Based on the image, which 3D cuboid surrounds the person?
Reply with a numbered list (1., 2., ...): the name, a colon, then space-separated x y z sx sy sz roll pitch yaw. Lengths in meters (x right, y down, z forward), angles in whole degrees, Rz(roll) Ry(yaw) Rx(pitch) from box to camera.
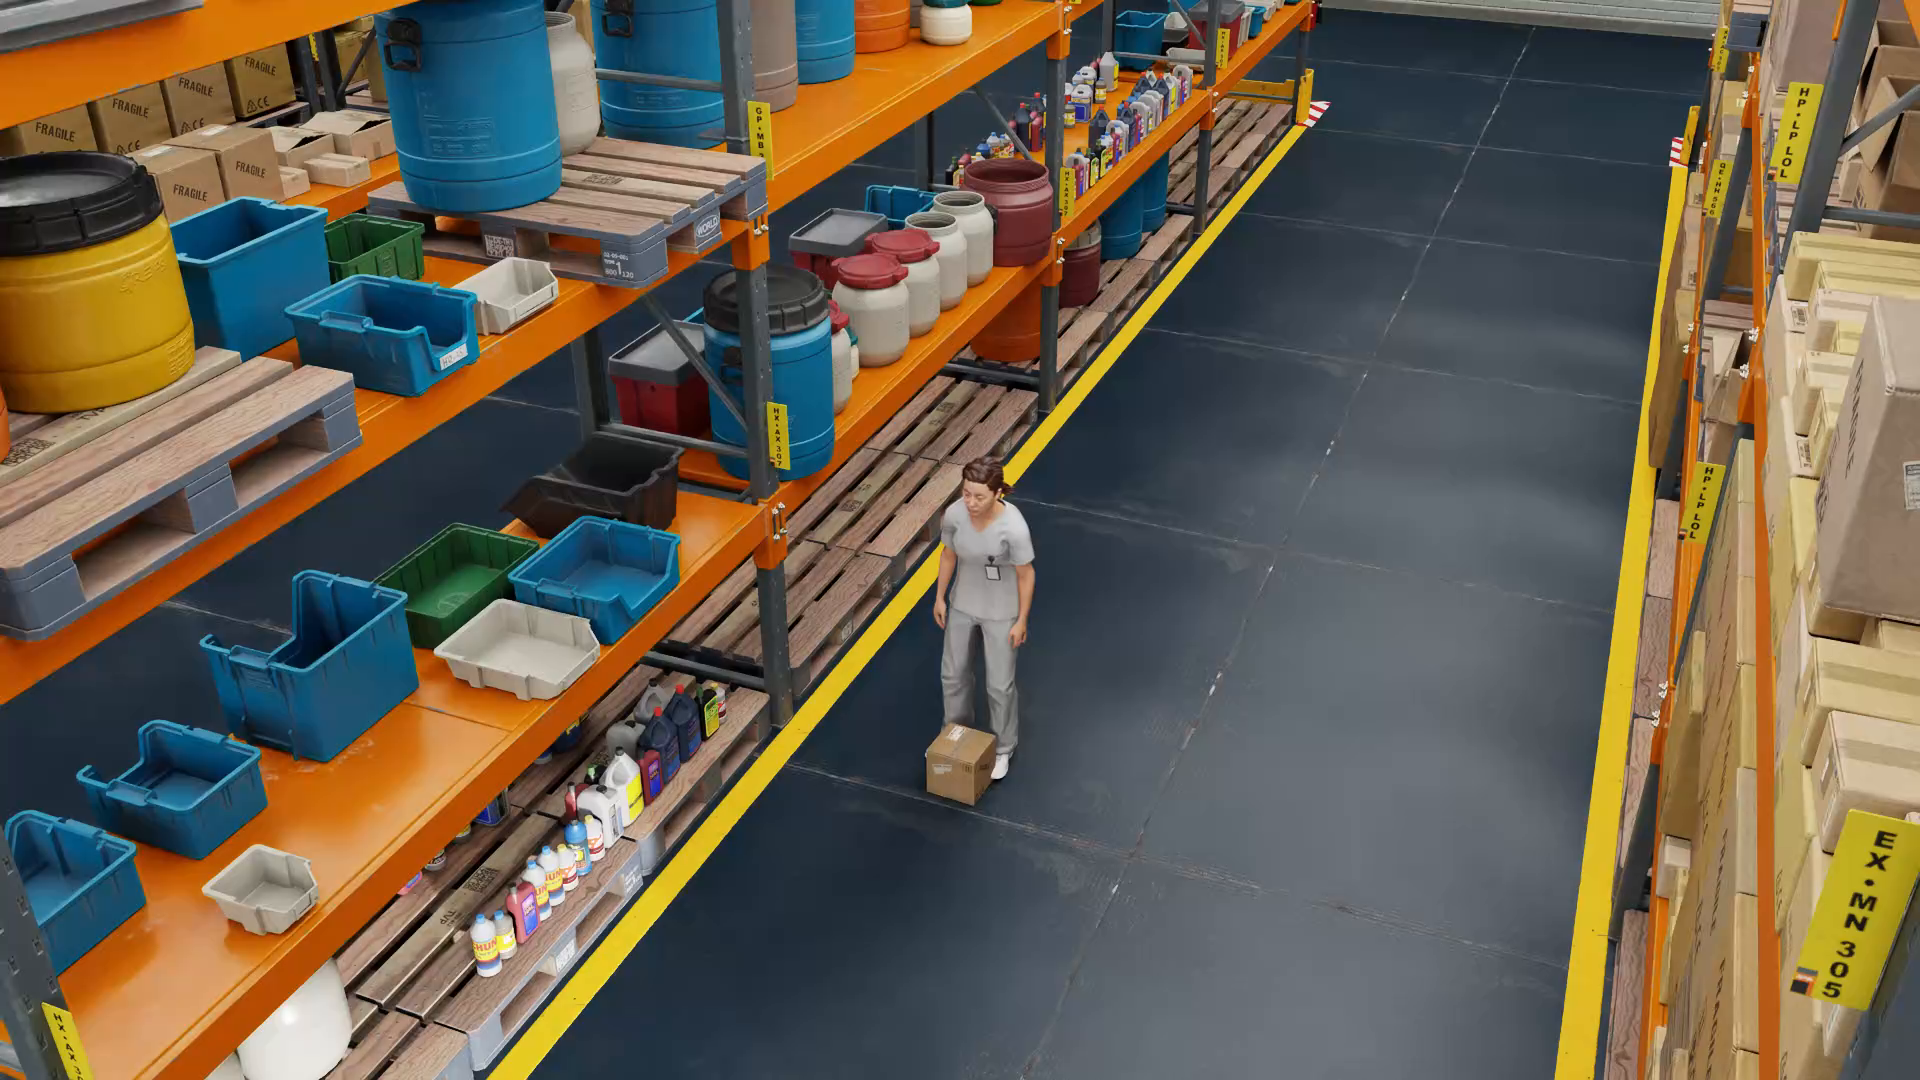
1. person: 0.108 0.341 7.797 0.487 1.673 0.356 14 33 24
